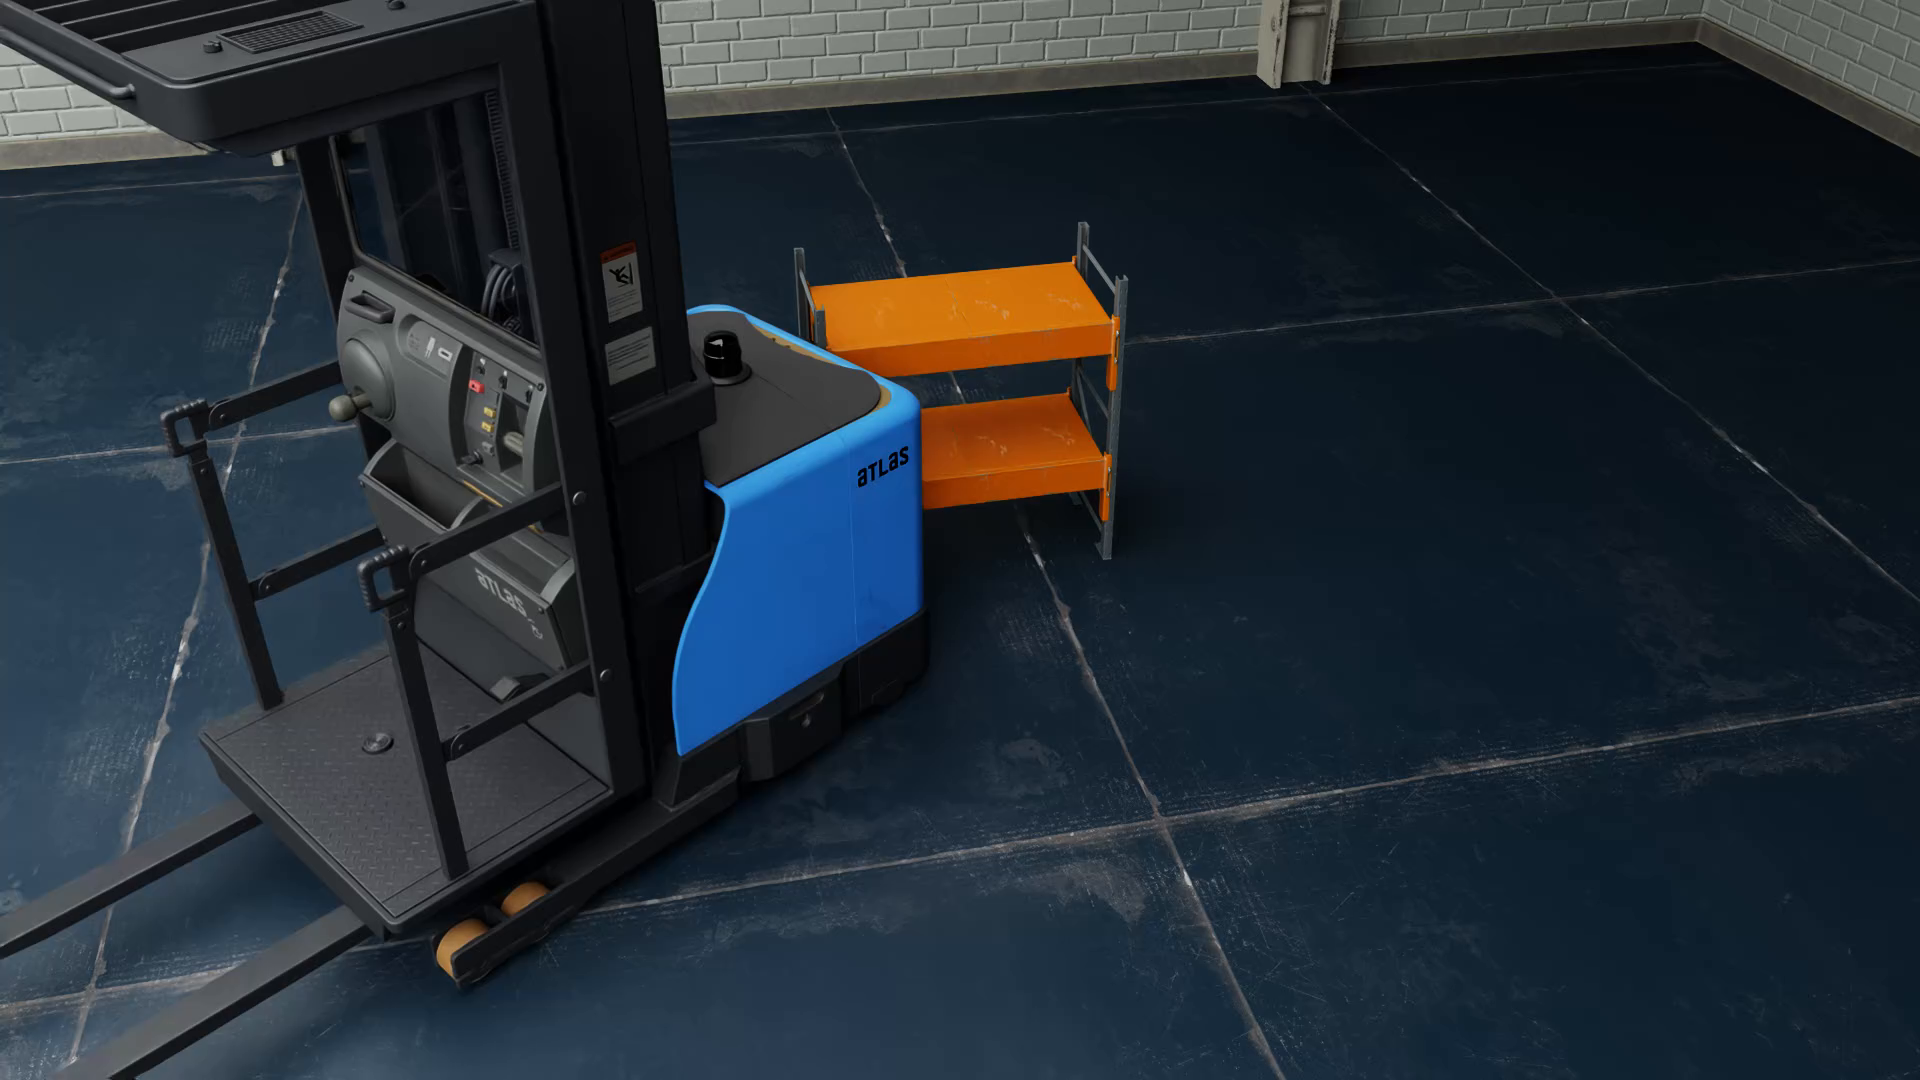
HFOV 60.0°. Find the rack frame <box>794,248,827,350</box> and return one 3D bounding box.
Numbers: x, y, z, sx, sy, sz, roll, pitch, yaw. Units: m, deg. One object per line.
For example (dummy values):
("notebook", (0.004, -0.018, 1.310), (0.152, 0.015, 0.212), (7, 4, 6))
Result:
("rack frame", (-0.502, -0.404, 5.842), (0.032, 1.125, 0.500), (-7, 35, -11))

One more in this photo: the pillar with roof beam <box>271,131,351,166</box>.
("pillar with roof beam", (-2.770, -3.619, 3.567), (0.400, 9.000, 9.100), (-7, 35, -11))

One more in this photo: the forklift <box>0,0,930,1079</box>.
("forklift", (-1.482, -0.351, 4.143), (1.130, 2.935, 3.031), (28, 43, 35))

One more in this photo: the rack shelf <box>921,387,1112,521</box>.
("rack shelf", (-0.007, -0.263, 6.072), (1.000, 0.278, 0.538), (-7, 35, -11))

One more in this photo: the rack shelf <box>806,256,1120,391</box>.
("rack shelf", (-0.007, -0.709, 5.772), (1.000, 0.278, 0.538), (-7, 35, -11))

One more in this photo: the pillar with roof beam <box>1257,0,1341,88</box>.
("pillar with roof beam", (3.082, -4.356, 4.666), (0.400, 9.000, 9.100), (-7, 35, -11))

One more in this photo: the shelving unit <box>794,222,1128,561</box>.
("shelving unit", (-0.007, -0.466, 5.935), (1.048, 1.125, 0.538), (-7, 35, -11))

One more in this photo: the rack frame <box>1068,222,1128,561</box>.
("rack frame", (0.489, -0.529, 6.028), (0.032, 1.125, 0.500), (-7, 35, -11))
